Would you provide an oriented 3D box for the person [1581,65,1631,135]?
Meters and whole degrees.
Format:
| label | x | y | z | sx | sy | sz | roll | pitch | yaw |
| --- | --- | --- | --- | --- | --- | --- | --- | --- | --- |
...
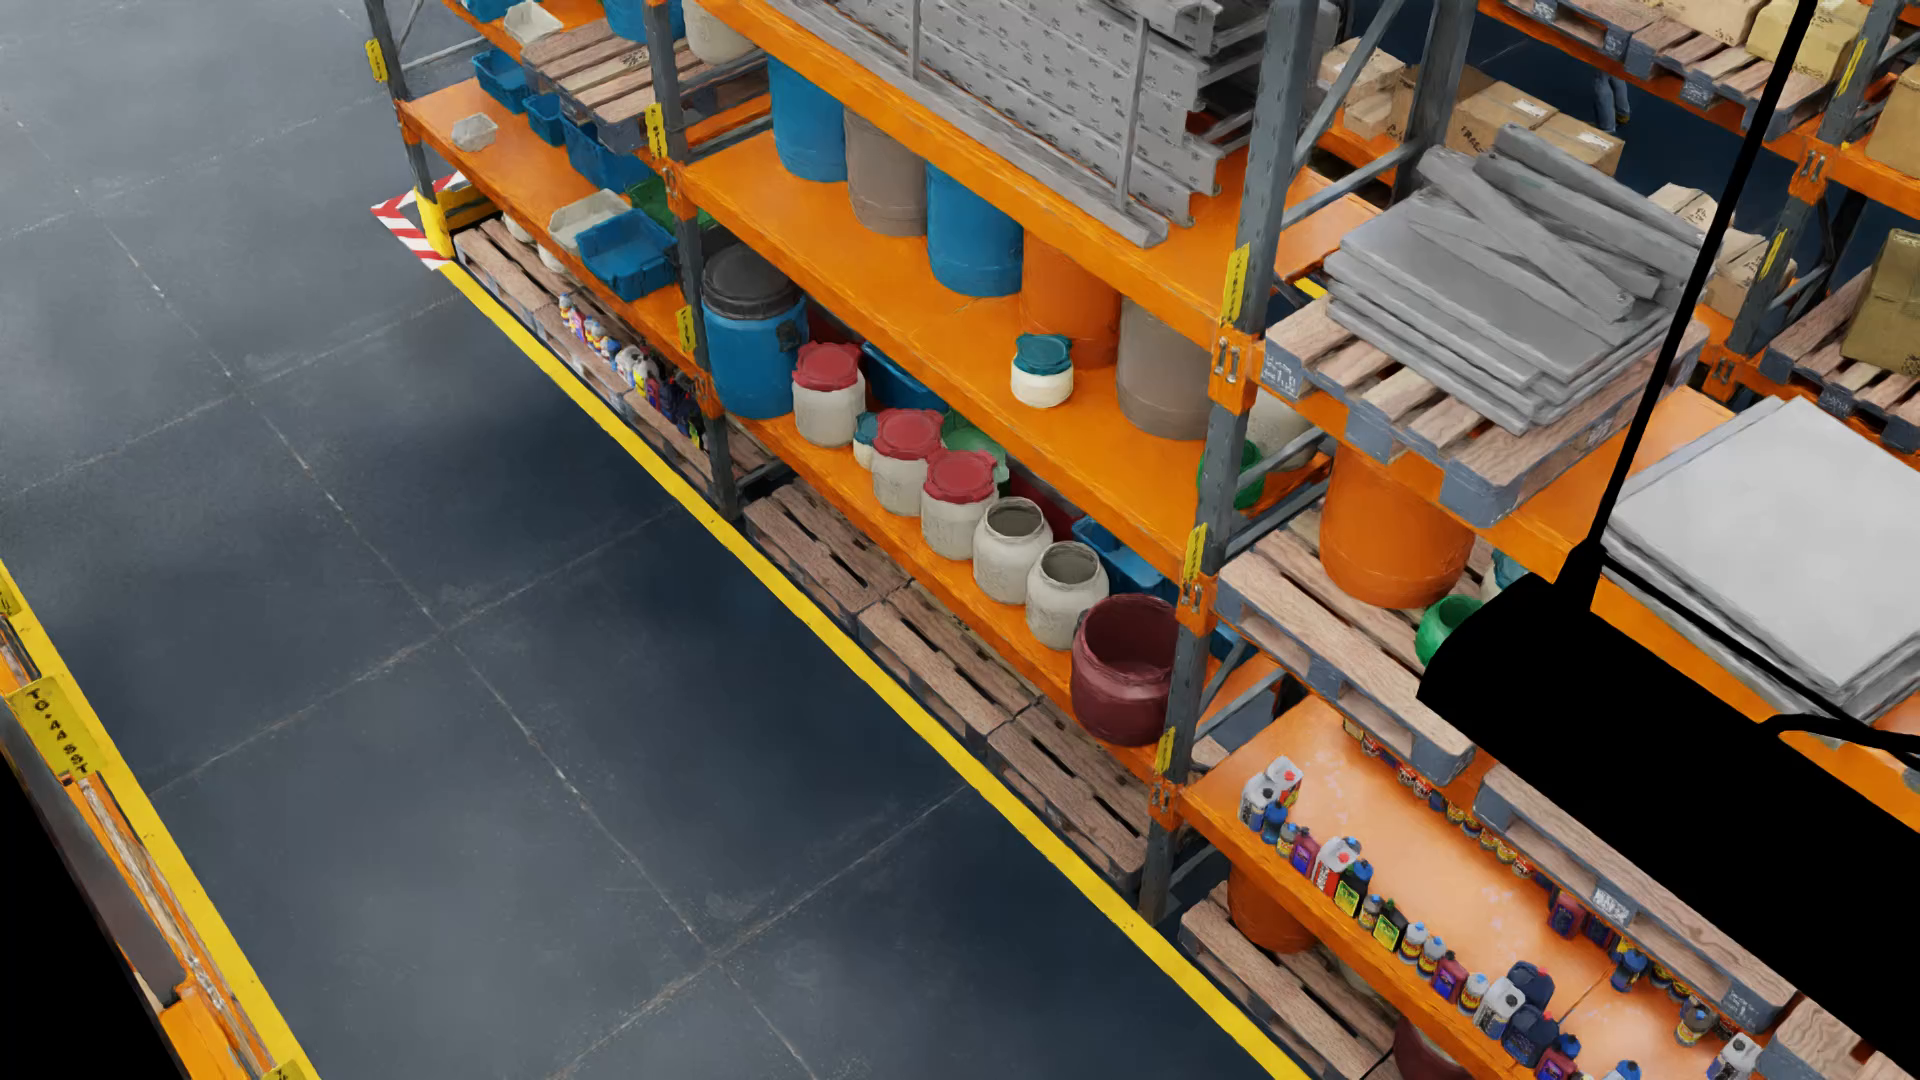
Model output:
| label | x | y | z | sx | sy | sz | roll | pitch | yaw |
| --- | --- | --- | --- | --- | --- | --- | --- | --- | --- |
| person | 5.474 | -4.223 | 13.822 | 0.719 | 1.714 | 0.578 | -33 | 55 | -27 |
